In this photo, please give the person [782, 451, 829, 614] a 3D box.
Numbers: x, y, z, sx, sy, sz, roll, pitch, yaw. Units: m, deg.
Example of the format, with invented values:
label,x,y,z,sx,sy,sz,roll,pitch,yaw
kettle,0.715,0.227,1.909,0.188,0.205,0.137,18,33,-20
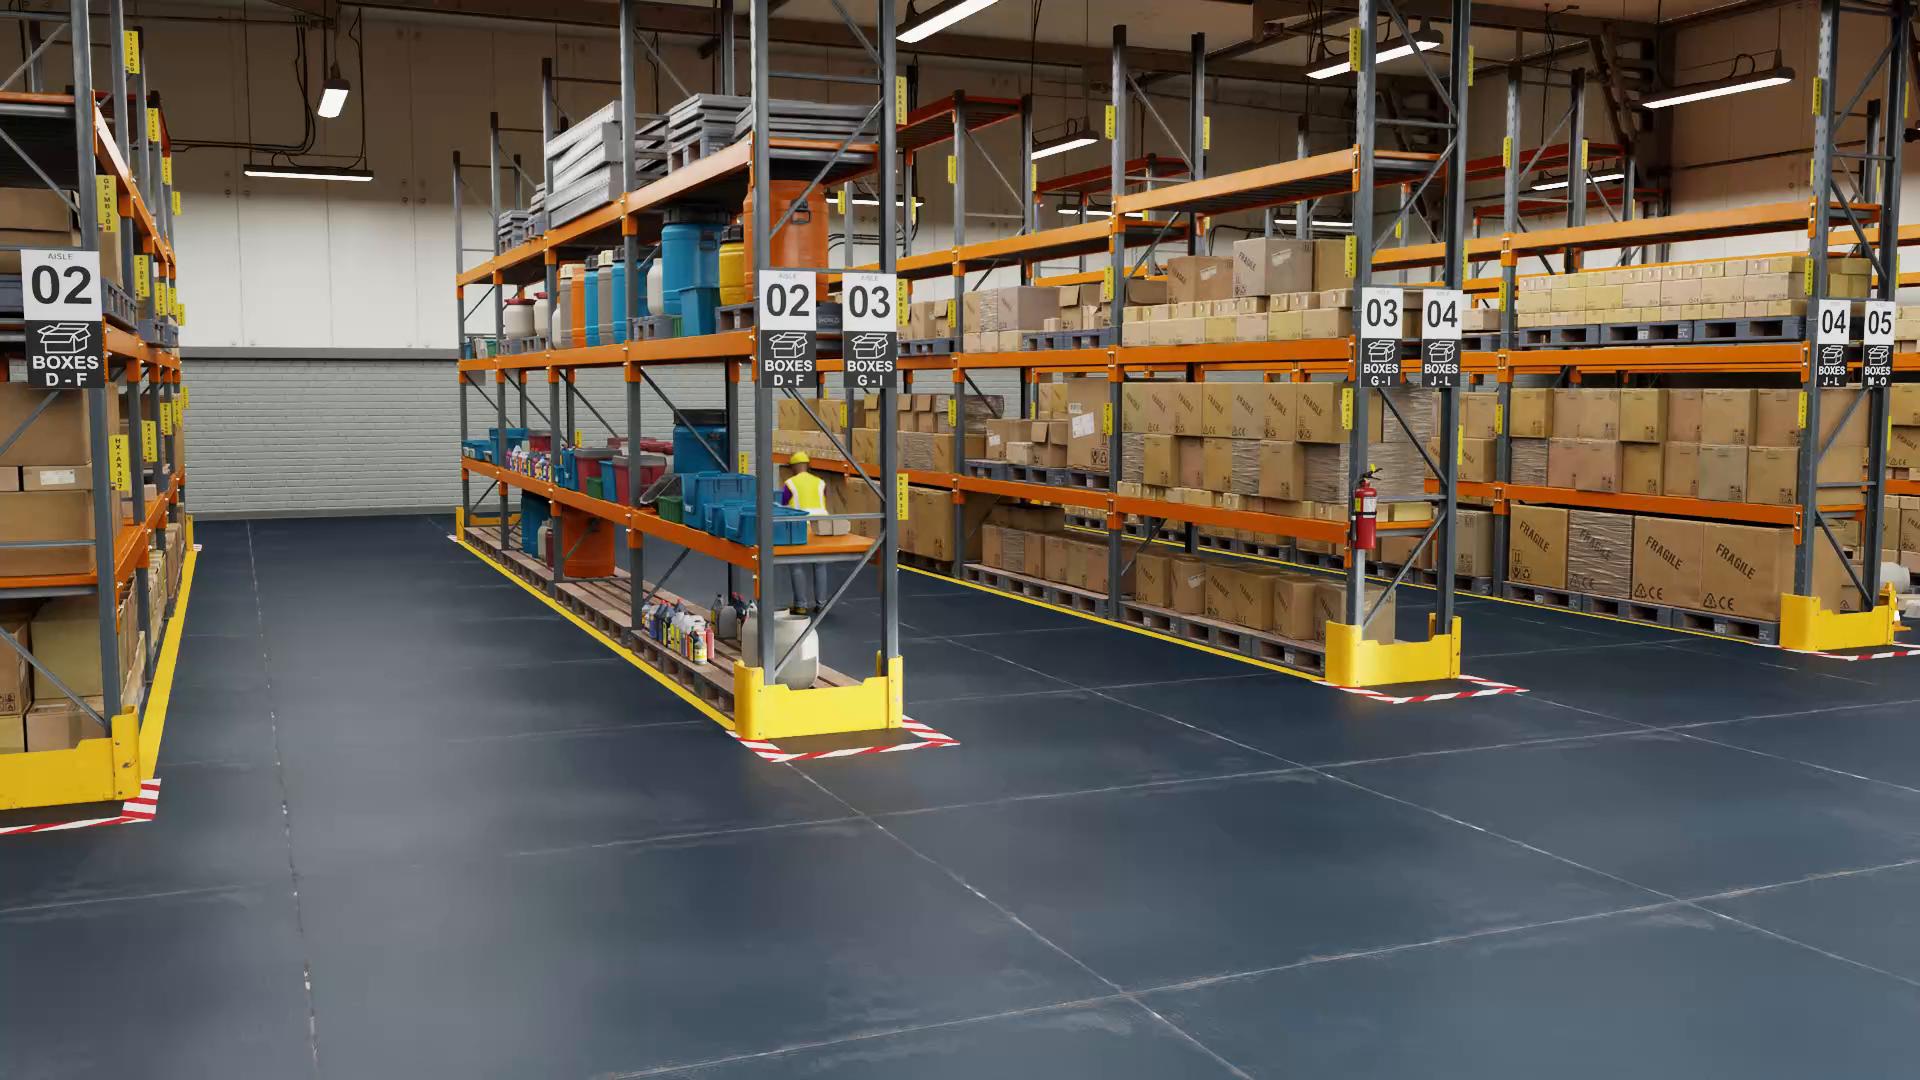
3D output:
label,x,y,z,sx,sy,sz,roll,pitch,yaw
person,-1.669,-0.086,17.811,0.498,1.718,0.611,-2,6,-25
